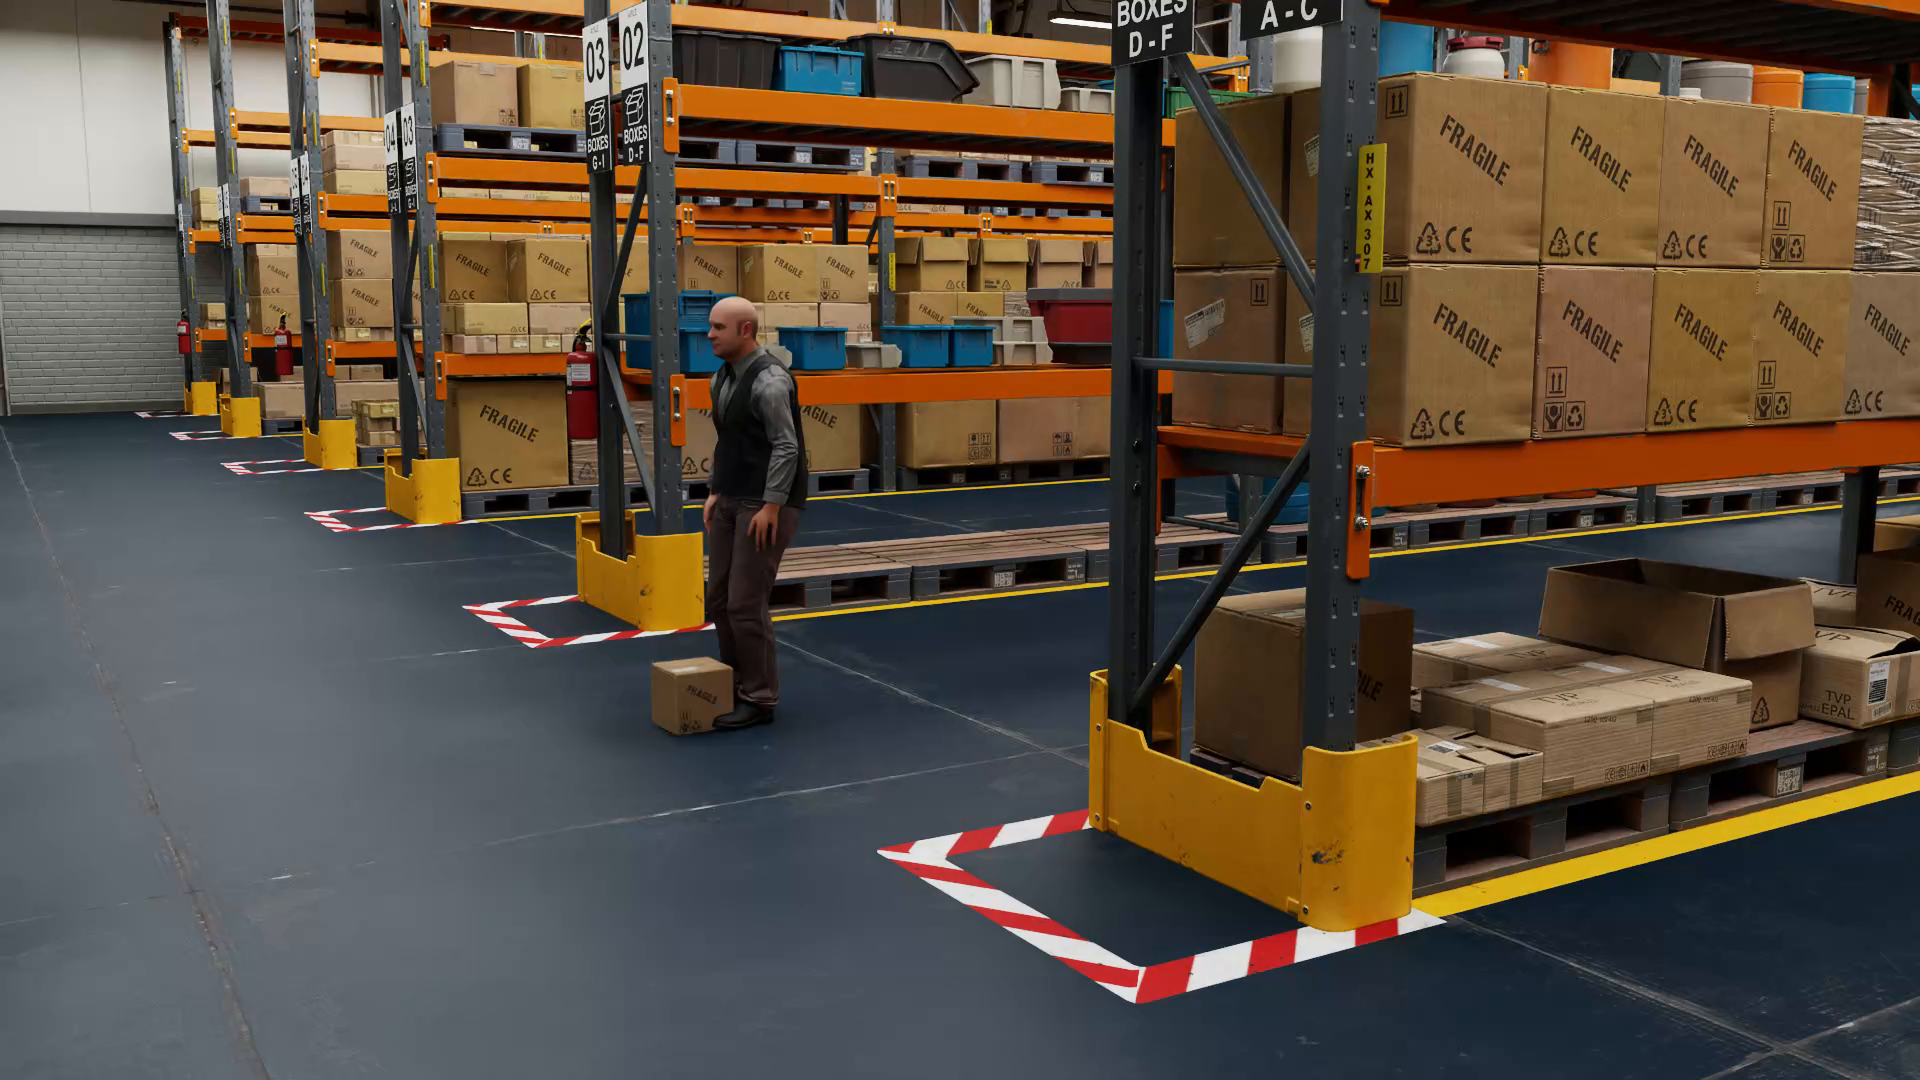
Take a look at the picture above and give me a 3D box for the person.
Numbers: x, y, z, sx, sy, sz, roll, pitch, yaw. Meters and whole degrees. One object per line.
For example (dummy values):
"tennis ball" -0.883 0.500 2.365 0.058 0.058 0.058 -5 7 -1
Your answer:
"person" -0.864 -0.119 6.750 0.474 1.720 0.572 -5 10 -33
